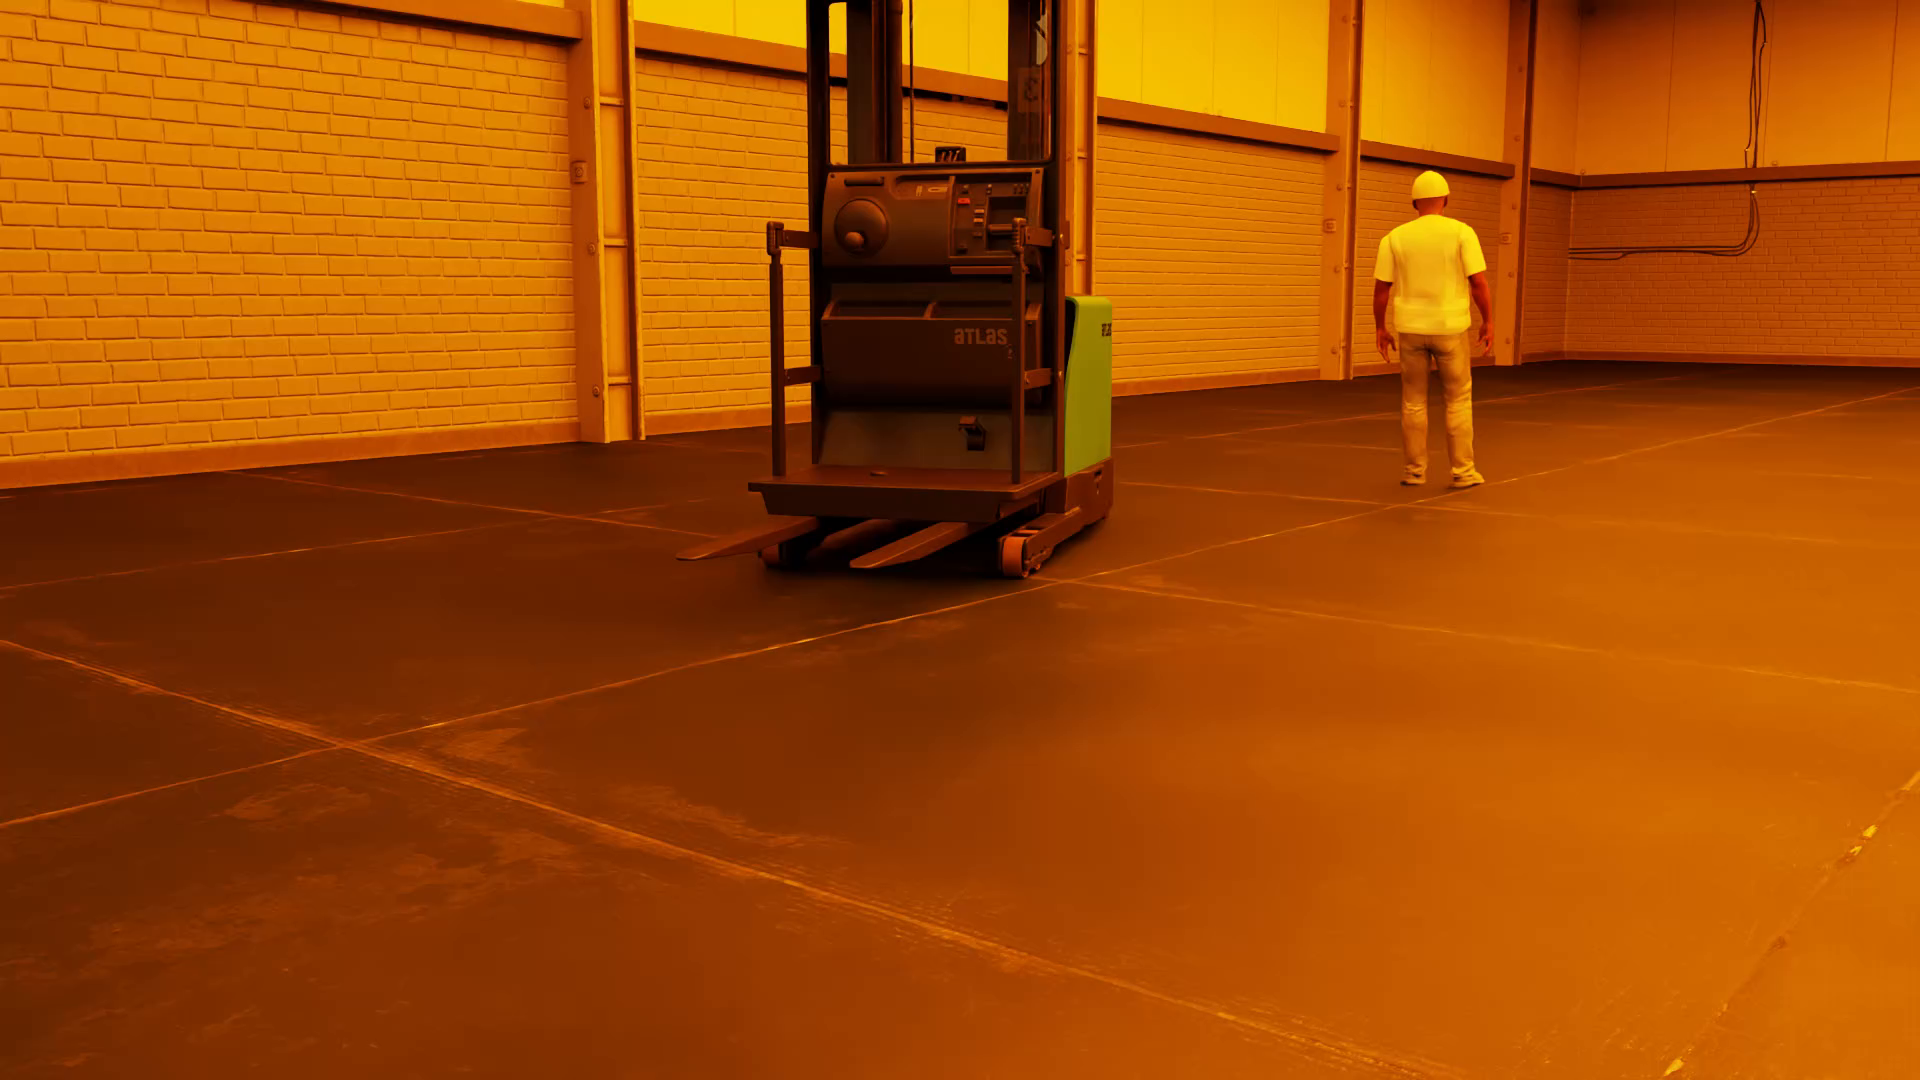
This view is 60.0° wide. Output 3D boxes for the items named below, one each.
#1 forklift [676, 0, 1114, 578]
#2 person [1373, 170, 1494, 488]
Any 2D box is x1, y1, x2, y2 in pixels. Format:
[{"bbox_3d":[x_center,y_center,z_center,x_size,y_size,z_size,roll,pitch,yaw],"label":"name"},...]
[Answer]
[{"bbox_3d":[-0.176,-1.366,6.616,1.130,2.935,3.031,3,9,17],"label":"forklift"},{"bbox_3d":[2.697,-1.189,9.443,0.662,1.776,0.517,5,9,29],"label":"person"}]
